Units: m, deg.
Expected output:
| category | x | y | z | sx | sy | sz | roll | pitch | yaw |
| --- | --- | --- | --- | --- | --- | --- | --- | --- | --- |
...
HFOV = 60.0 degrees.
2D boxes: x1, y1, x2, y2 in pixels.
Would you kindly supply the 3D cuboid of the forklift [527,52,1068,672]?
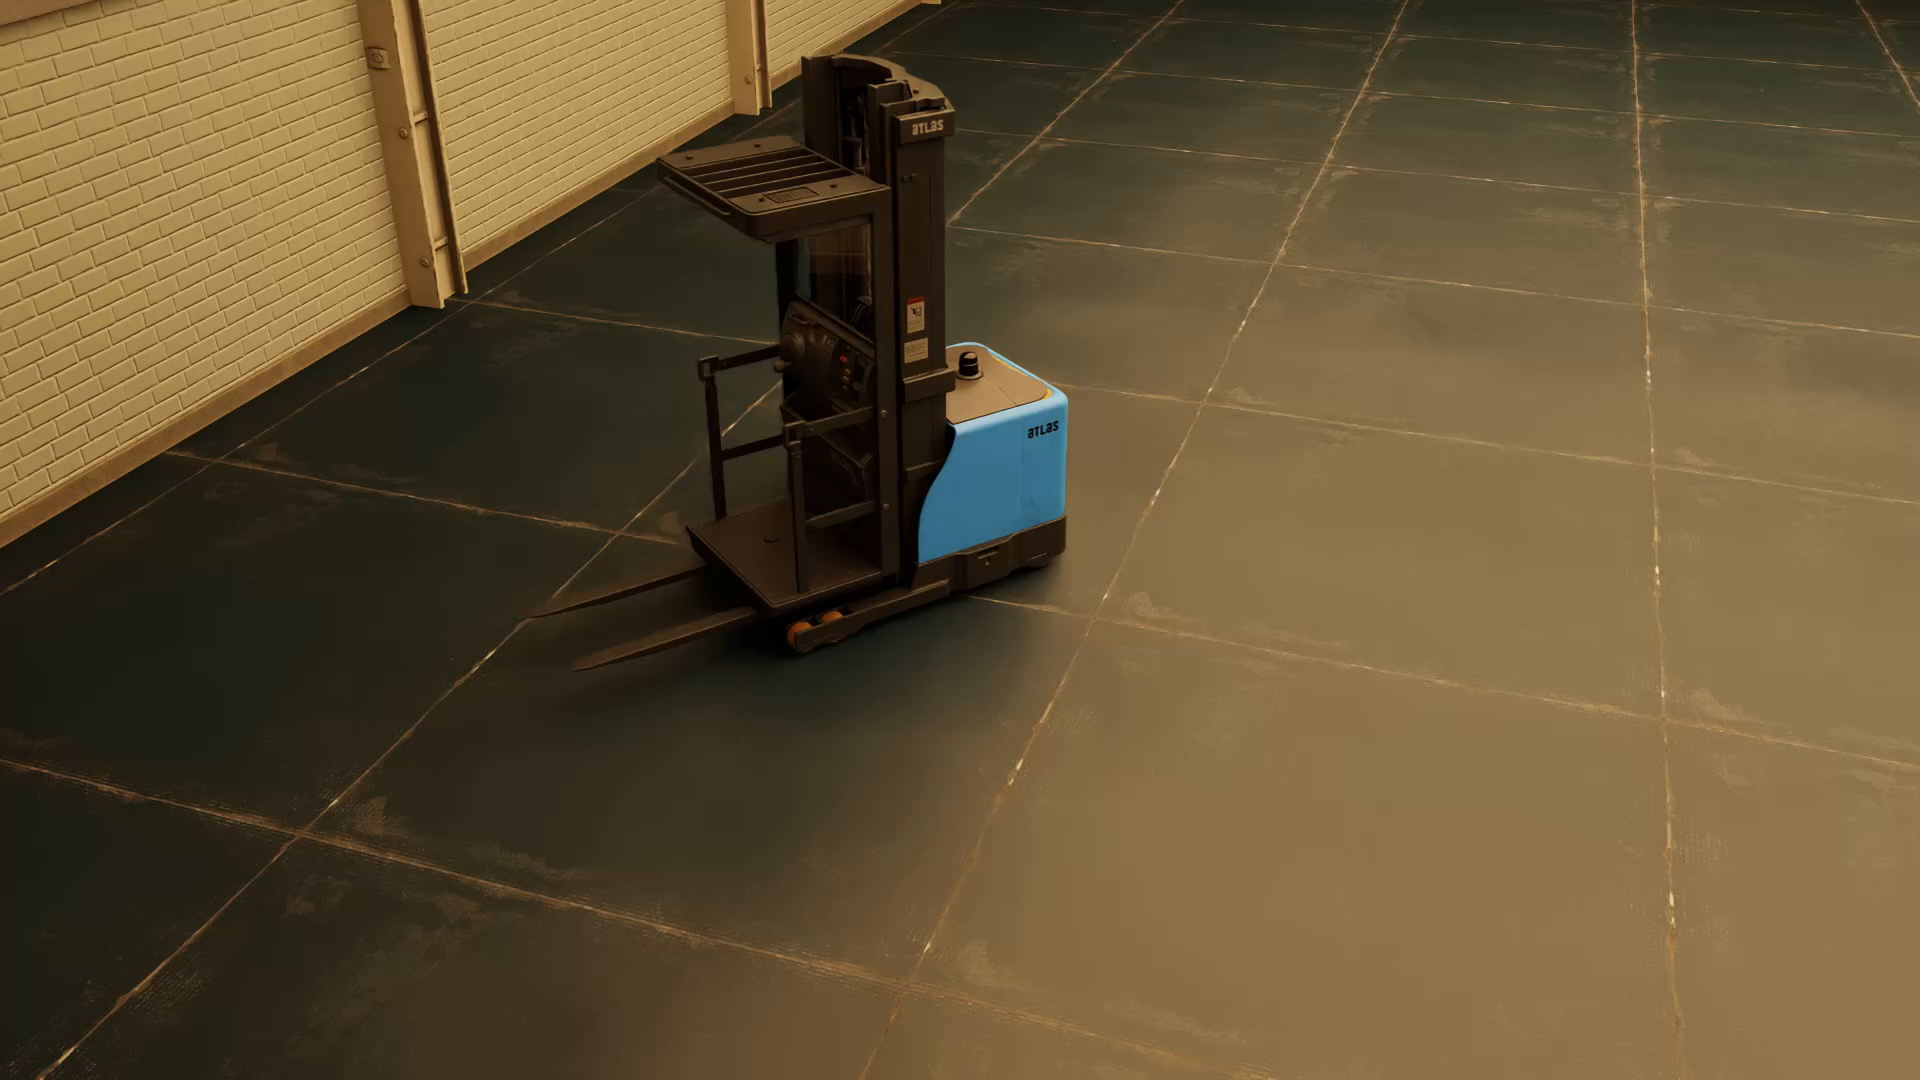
| category | x | y | z | sx | sy | sz | roll | pitch | yaw |
| --- | --- | --- | --- | --- | --- | --- | --- | --- | --- |
| forklift | -0.887 | -0.960 | 8.820 | 3.031 | 2.935 | 1.130 | -18 | 34 | -28 |
